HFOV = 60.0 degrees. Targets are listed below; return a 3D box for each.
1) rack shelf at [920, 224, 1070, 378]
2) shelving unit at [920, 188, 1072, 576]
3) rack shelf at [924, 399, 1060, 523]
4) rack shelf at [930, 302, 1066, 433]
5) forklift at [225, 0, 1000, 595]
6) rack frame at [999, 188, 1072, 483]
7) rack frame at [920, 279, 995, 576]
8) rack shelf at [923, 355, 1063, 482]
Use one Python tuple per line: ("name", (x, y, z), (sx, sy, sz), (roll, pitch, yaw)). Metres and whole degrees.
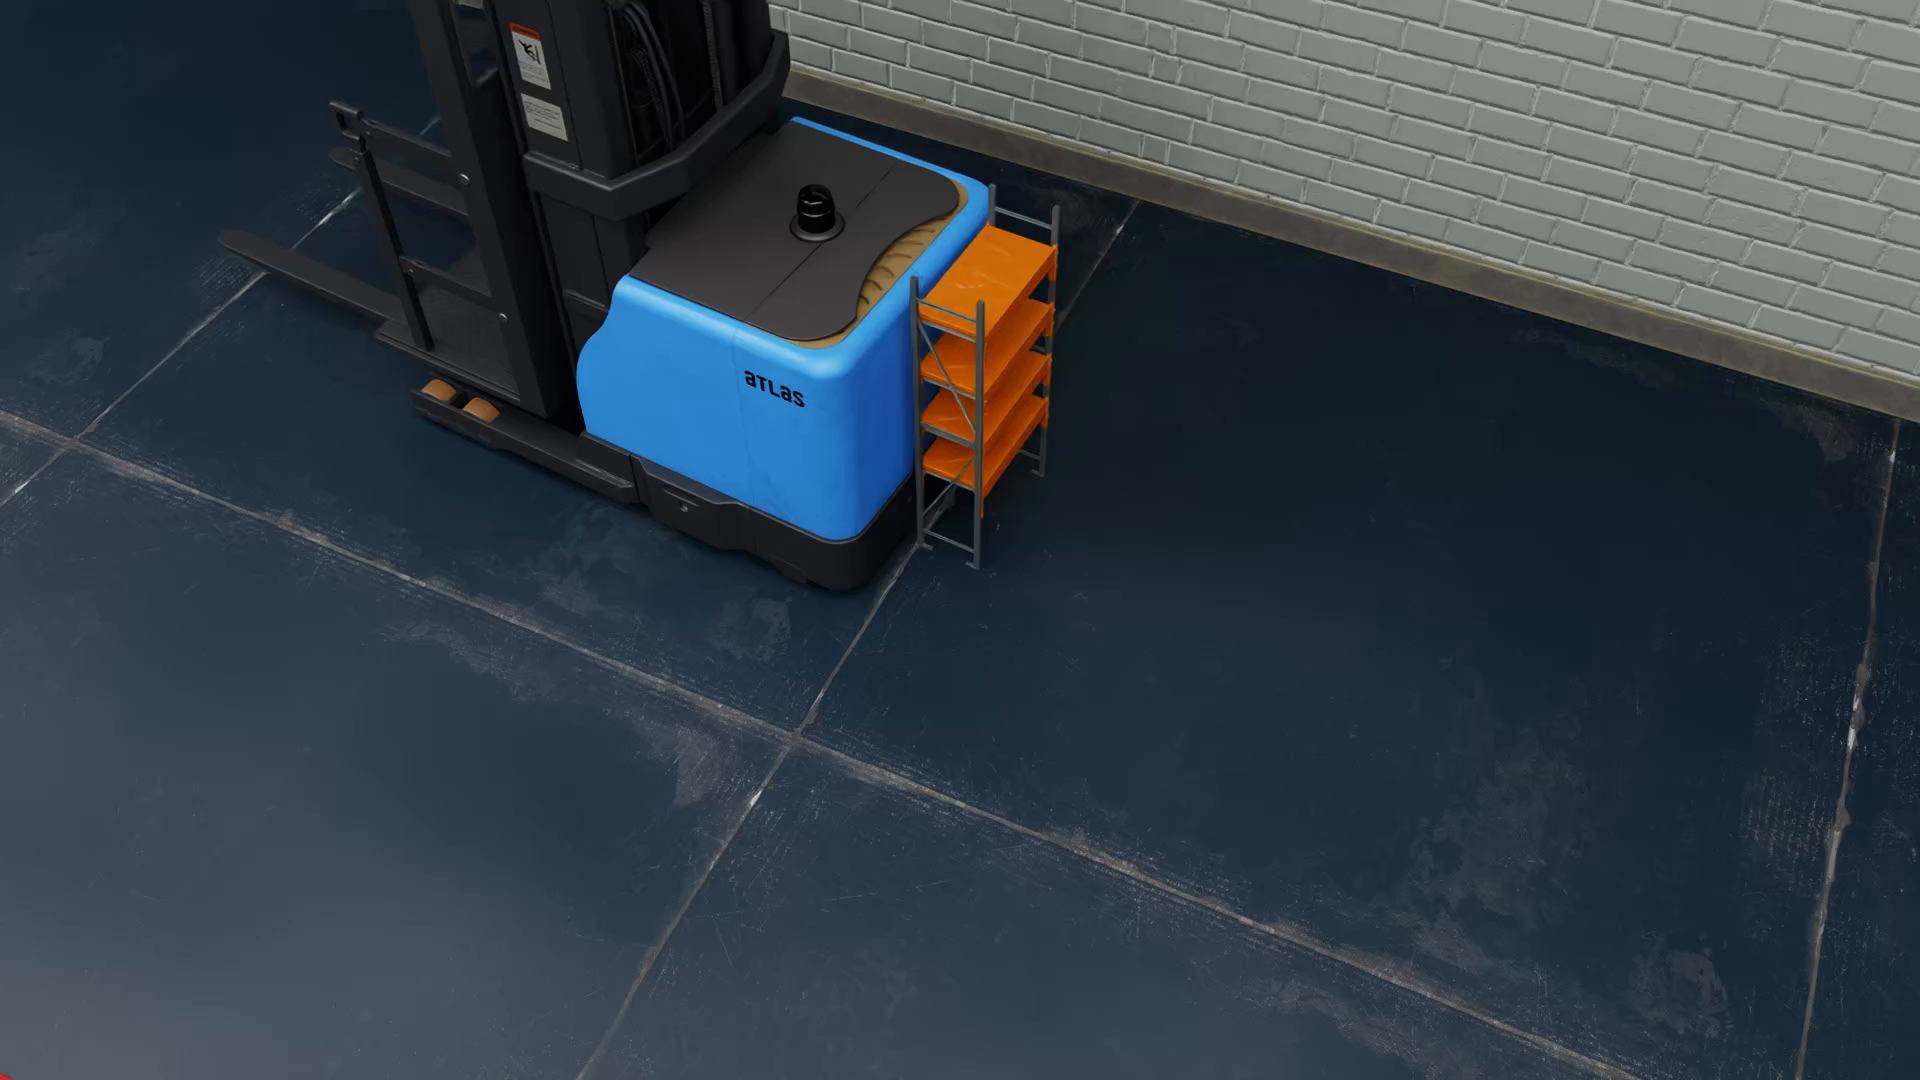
("rack shelf", (0.111, -0.734, 5.071), (0.258, 0.148, 0.480), (23, 53, 18))
("shelving unit", (0.111, -0.479, 5.370), (0.258, 1.200, 0.503), (23, 53, 18))
("rack shelf", (0.111, -0.307, 5.572), (0.258, 0.148, 0.480), (23, 53, 18))
("rack shelf", (0.111, -0.581, 5.251), (0.258, 0.148, 0.480), (23, 53, 18))
("forklift", (-1.372, -1.610, 5.195), (3.031, 2.935, 1.130), (24, 54, 19))
("rack frame", (0.231, -0.641, 5.508), (0.240, 1.200, 0.015), (23, 53, 18))
("rack frame", (-0.008, -0.317, 5.232), (0.240, 1.200, 0.015), (23, 53, 18))
("rack shelf", (0.111, -0.436, 5.421), (0.258, 0.148, 0.480), (23, 53, 18))
